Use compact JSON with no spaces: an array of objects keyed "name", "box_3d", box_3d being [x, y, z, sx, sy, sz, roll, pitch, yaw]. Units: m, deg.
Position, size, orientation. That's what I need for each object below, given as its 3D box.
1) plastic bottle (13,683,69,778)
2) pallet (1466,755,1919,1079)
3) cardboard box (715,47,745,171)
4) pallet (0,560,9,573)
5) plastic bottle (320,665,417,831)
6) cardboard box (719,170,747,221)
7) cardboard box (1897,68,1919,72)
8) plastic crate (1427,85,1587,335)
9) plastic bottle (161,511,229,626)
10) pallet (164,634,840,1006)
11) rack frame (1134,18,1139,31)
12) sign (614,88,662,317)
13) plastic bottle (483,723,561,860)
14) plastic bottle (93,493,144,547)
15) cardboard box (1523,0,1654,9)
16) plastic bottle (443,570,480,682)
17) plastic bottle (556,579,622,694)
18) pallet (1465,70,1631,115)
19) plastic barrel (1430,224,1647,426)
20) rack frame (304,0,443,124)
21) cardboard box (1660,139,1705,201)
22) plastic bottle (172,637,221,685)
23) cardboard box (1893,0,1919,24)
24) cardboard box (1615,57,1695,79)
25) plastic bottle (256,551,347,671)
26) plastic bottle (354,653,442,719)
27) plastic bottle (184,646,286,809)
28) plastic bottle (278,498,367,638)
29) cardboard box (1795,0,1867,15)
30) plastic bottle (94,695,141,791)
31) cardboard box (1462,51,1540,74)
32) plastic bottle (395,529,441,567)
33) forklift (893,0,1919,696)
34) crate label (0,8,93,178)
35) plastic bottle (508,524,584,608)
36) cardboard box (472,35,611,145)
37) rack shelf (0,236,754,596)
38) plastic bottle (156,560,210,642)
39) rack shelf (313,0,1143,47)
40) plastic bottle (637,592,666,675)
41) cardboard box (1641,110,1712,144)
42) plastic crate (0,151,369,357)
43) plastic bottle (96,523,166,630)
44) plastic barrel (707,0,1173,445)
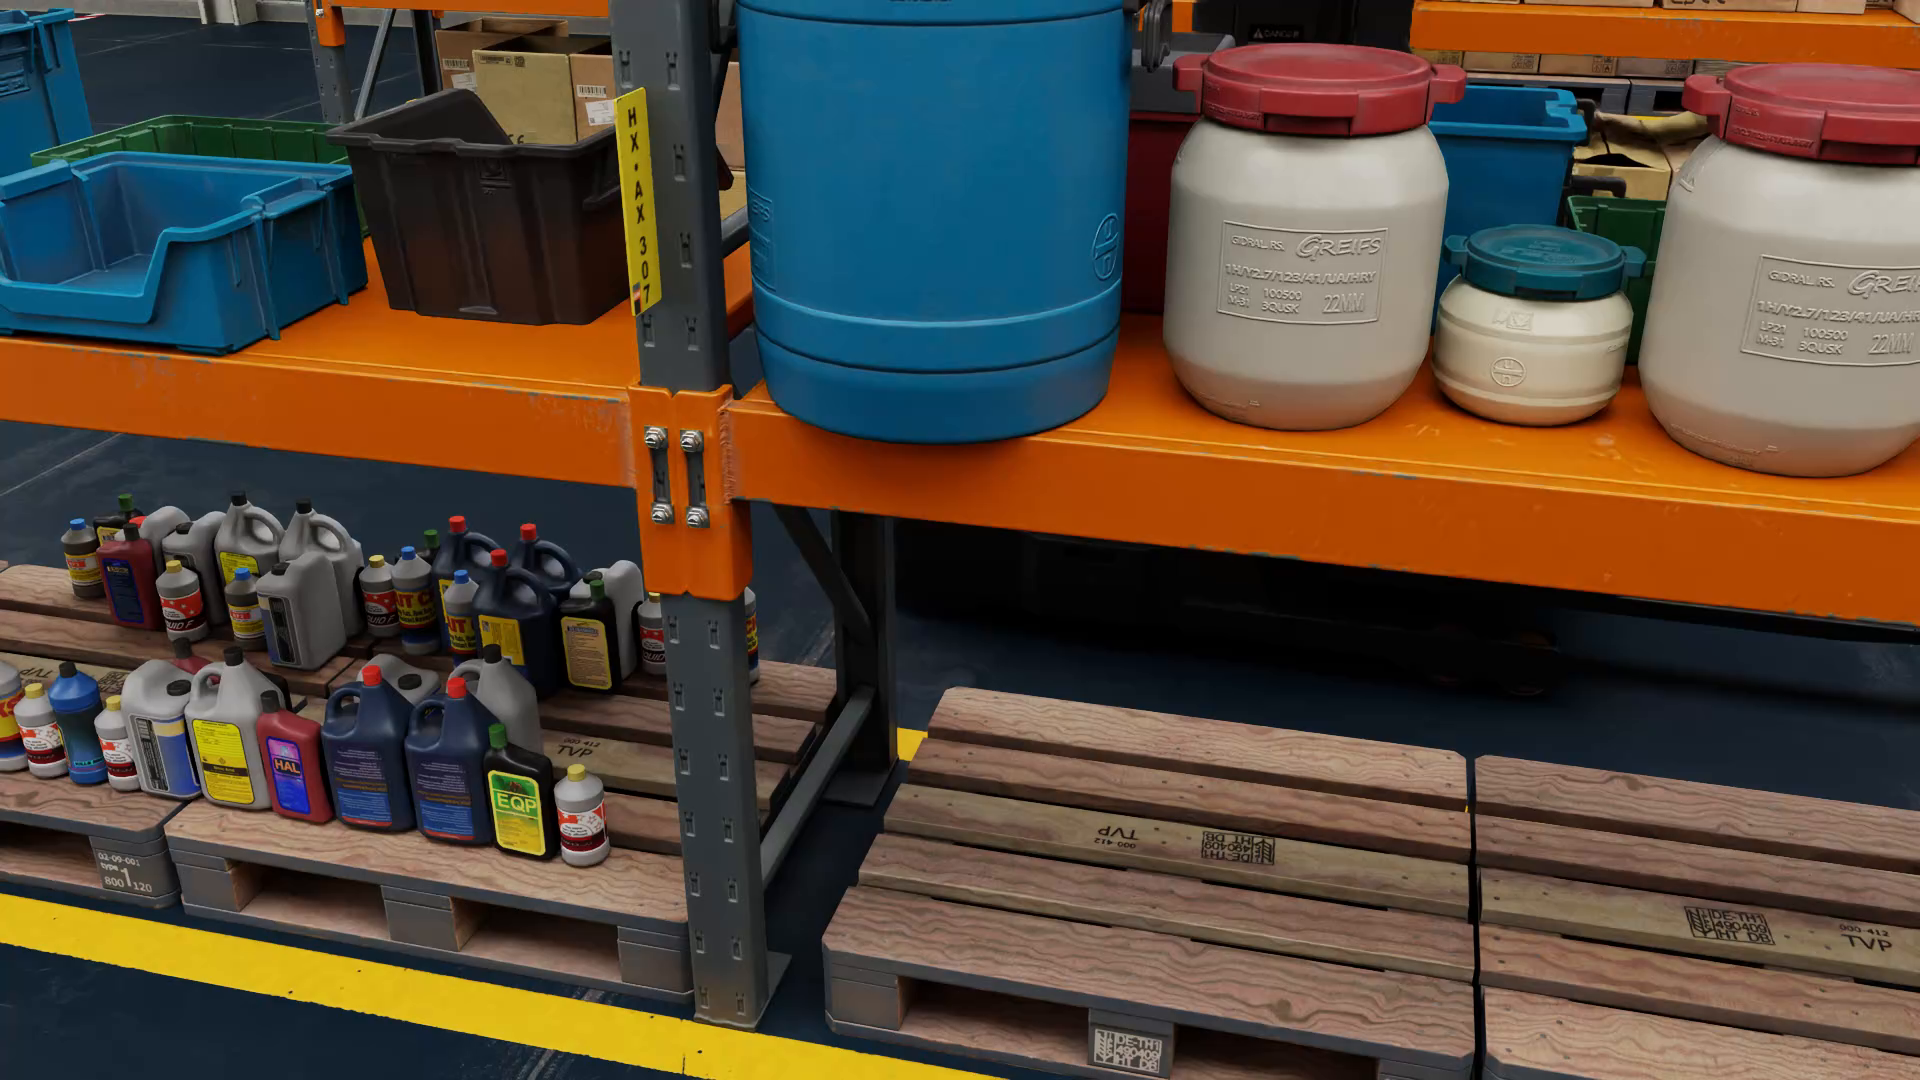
[{"name":"plastic bottle","box_3d":[-2.007,0.409,3.644,0.097,0.201,0.097,0,25,0]},{"name":"pallet","box_3d":[1.620,0.848,3.224,1.213,0.211,1.003,6,26,13]},{"name":"cardboard box","box_3d":[-1.056,-2.074,7.955,0.500,0.500,0.500,6,26,13]},{"name":"pallet","box_3d":[-3.339,0.299,4.375,1.213,0.211,1.003,6,26,13]},{"name":"plastic bottle","box_3d":[-1.217,0.419,3.451,0.185,0.351,0.144,5,26,10]},{"name":"cardboard box","box_3d":[-1.056,-1.736,8.117,0.500,0.250,0.500,6,26,13]},{"name":"cardboard box","box_3d":[6.685,-3.391,10.895,0.750,0.750,0.750,6,26,12]},{"name":"plastic crate","box_3d":[0.810,-0.613,3.067,0.575,0.384,0.392,6,26,13]},{"name":"plastic bottle","box_3d":[-1.950,0.061,4.289,0.135,0.276,0.152,6,26,12]},{"name":"pallet","box_3d":[-0.976,0.561,3.827,1.213,0.211,1.003,6,26,13]},{"name":"rack frame","box_3d":[0.902,-2.671,7.370,0.127,3.000,1.000,6,26,13]},{"name":"sign","box_3d":[-0.483,-0.506,2.502,0.005,0.325,0.100,6,26,13]},{"name":"plastic bottle","box_3d":[-0.884,0.505,3.349,0.133,0.283,0.061,8,27,16]},{"name":"plastic bottle","box_3d":[-2.204,0.009,4.389,0.133,0.283,0.061,7,26,14]},{"name":"cardboard box","box_3d":[2.637,-2.517,6.931,0.500,0.500,0.500,6,26,13]},{"name":"plastic bottle","box_3d":[-1.185,0.200,4.003,0.097,0.271,0.097,0,25,0]},{"name":"plastic bottle","box_3d":[-0.881,0.223,3.940,0.133,0.283,0.061,6,26,13]},{"name":"pallet","box_3d":[4.071,-3.262,11.856,1.213,0.211,1.003,6,26,13]},{"name":"plastic barrel","box_3d":[0.908,-0.341,2.638,0.301,0.262,0.301,0,25,0]},{"name":"rack frame","box_3d":[-2.972,-3.099,8.270,0.127,3.000,1.000,6,26,13]},{"name":"cardboard box","box_3d":[3.214,-1.506,6.981,0.500,0.311,0.500,6,26,13]},{"name":"plastic bottle","box_3d":[-1.660,0.351,3.671,0.133,0.283,0.061,6,26,13]},{"name":"cardboard box","box_3d":[3.836,-2.110,6.486,0.250,0.149,0.380,6,26,13]},{"name":"cardboard box","box_3d":[4.825,-3.534,11.580,0.500,0.500,0.700,6,26,13]},{"name":"plastic bottle","box_3d":[-1.621,0.162,4.078,0.135,0.276,0.152,6,26,13]},{"name":"plastic bottle","box_3d":[-1.204,0.388,3.602,0.135,0.276,0.152,6,26,13]},{"name":"plastic bottle","box_3d":[-1.530,0.384,3.523,0.185,0.351,0.144,6,26,13]},{"name":"plastic bottle","box_3d":[-1.609,0.063,4.197,0.185,0.351,0.144,6,26,13]},{"name":"cardboard box","box_3d":[3.526,-2.242,6.763,0.250,0.149,0.380,8,27,17]},{"name":"plastic bottle","box_3d":[-1.807,0.431,3.598,0.097,0.201,0.097,0,25,0]},{"name":"cardboard box","box_3d":[3.846,-3.626,11.772,0.500,0.500,0.700,7,26,14]},{"name":"plastic bottle","box_3d":[-1.346,0.104,4.190,0.133,0.283,0.061,7,26,15]},{"name":"forklift","box_3d":[1.349,-1.166,4.290,3.031,2.935,1.130,7,26,14]},{"name":"crate label","box_3d":[-2.360,-0.969,3.754,0.616,0.435,0.502,6,26,13]},{"name":"plastic bottle","box_3d":[-1.014,0.129,4.059,0.185,0.351,0.144,7,26,14]},{"name":"cardboard box","box_3d":[-2.024,-2.183,8.184,0.500,0.500,0.500,6,26,13]},{"name":"rack shelf","box_3d":[-2.273,-0.498,3.644,4.000,0.370,1.077,6,26,13]},{"name":"plastic bottle","box_3d":[-1.963,0.149,4.192,0.097,0.201,0.097,0,25,0]},{"name":"rack shelf","box_3d":[-1.035,-2.560,7.975,4.000,0.370,1.077,6,26,13]},{"name":"plastic bottle","box_3d":[-0.732,0.217,4.048,0.097,0.201,0.097,0,25,0]},{"name":"cardboard box","box_3d":[3.337,-1.731,7.453,0.500,0.311,0.500,6,26,12]},{"name":"plastic crate","box_3d":[-1.475,-0.547,3.083,0.616,0.251,0.499,6,26,13]},{"name":"plastic bottle","box_3d":[-2.110,0.087,4.225,0.133,0.283,0.061,6,26,13]},{"name":"plastic barrel","box_3d":[-0.037,-0.668,2.580,0.708,0.901,0.600,6,26,13]}]
